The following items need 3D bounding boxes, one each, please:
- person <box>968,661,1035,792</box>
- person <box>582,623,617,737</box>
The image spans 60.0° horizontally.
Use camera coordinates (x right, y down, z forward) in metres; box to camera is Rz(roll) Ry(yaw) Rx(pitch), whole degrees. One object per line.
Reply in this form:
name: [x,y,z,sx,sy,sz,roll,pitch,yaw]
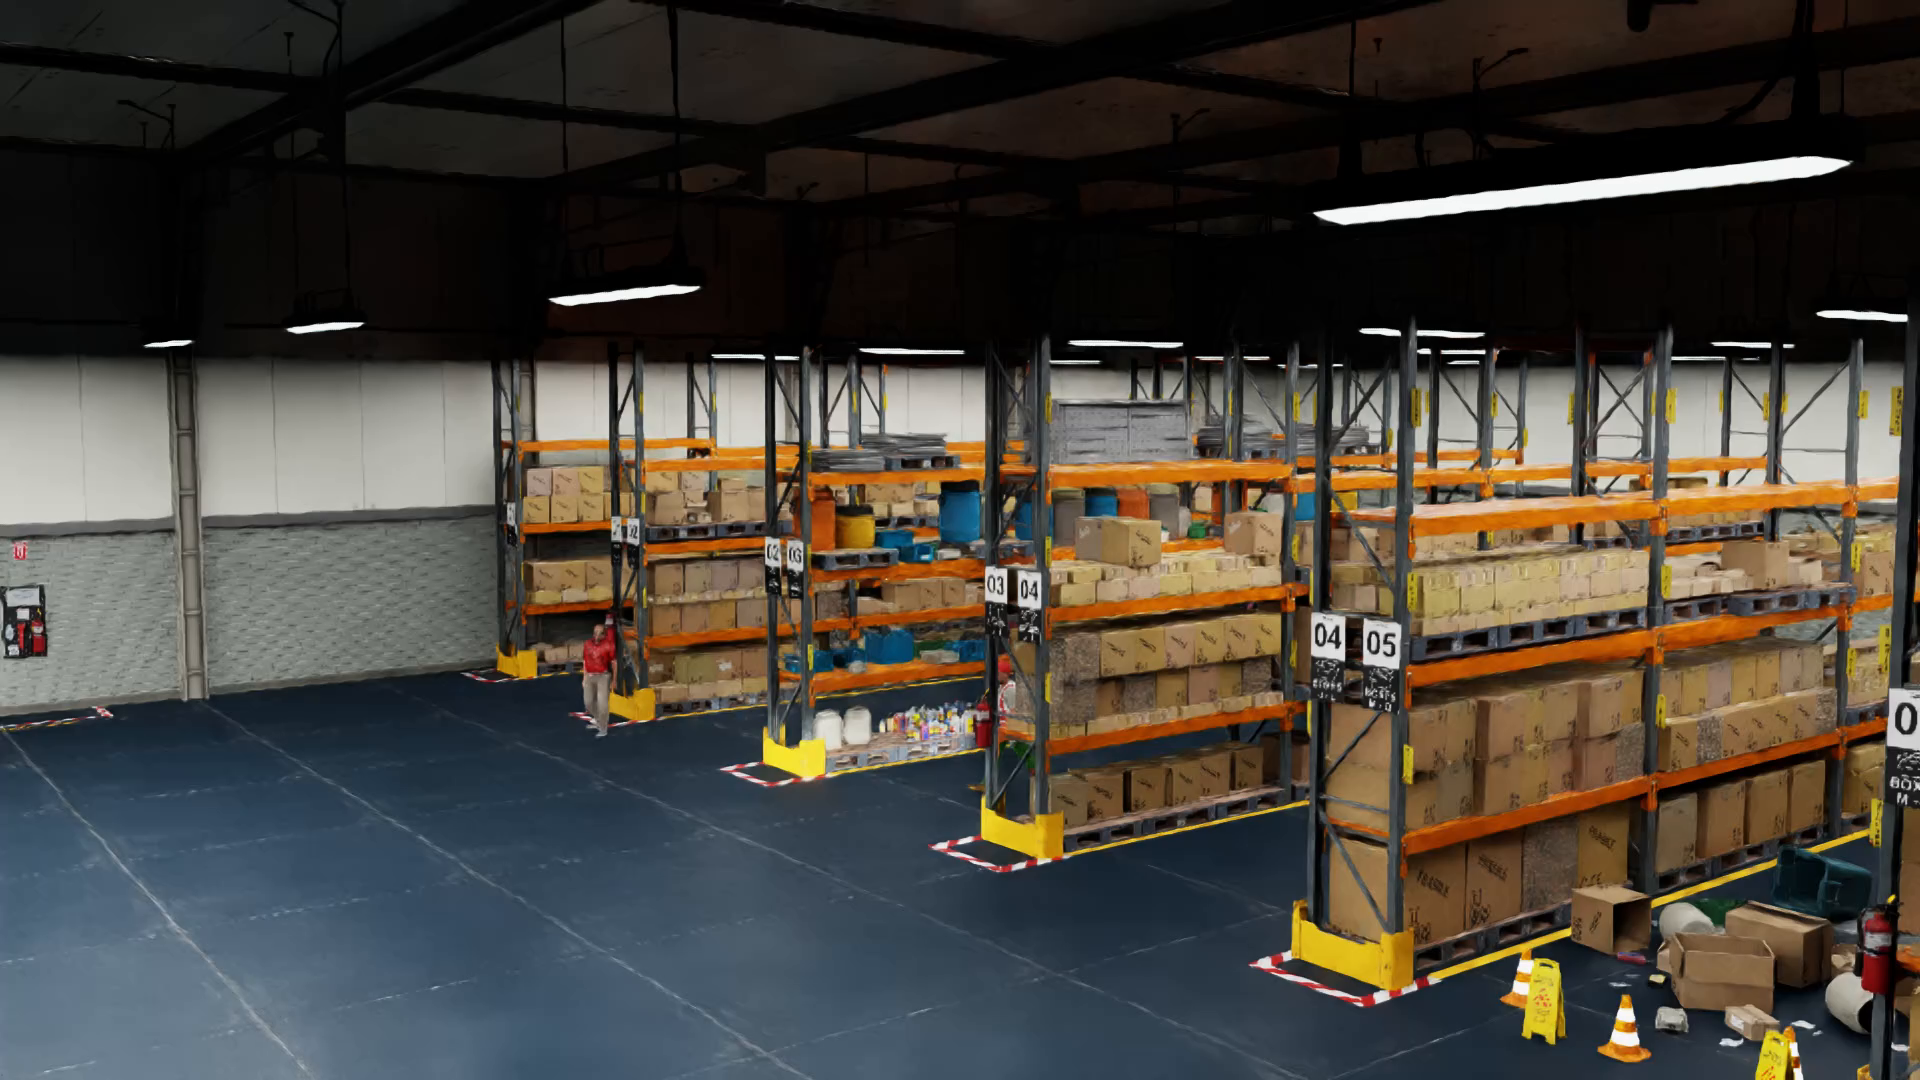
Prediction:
person: [0.628,2.426,21.449,0.984,1.747,0.590,-1,5,-15]
person: [-5.454,2.142,25.258,0.589,1.621,0.569,2,5,17]
